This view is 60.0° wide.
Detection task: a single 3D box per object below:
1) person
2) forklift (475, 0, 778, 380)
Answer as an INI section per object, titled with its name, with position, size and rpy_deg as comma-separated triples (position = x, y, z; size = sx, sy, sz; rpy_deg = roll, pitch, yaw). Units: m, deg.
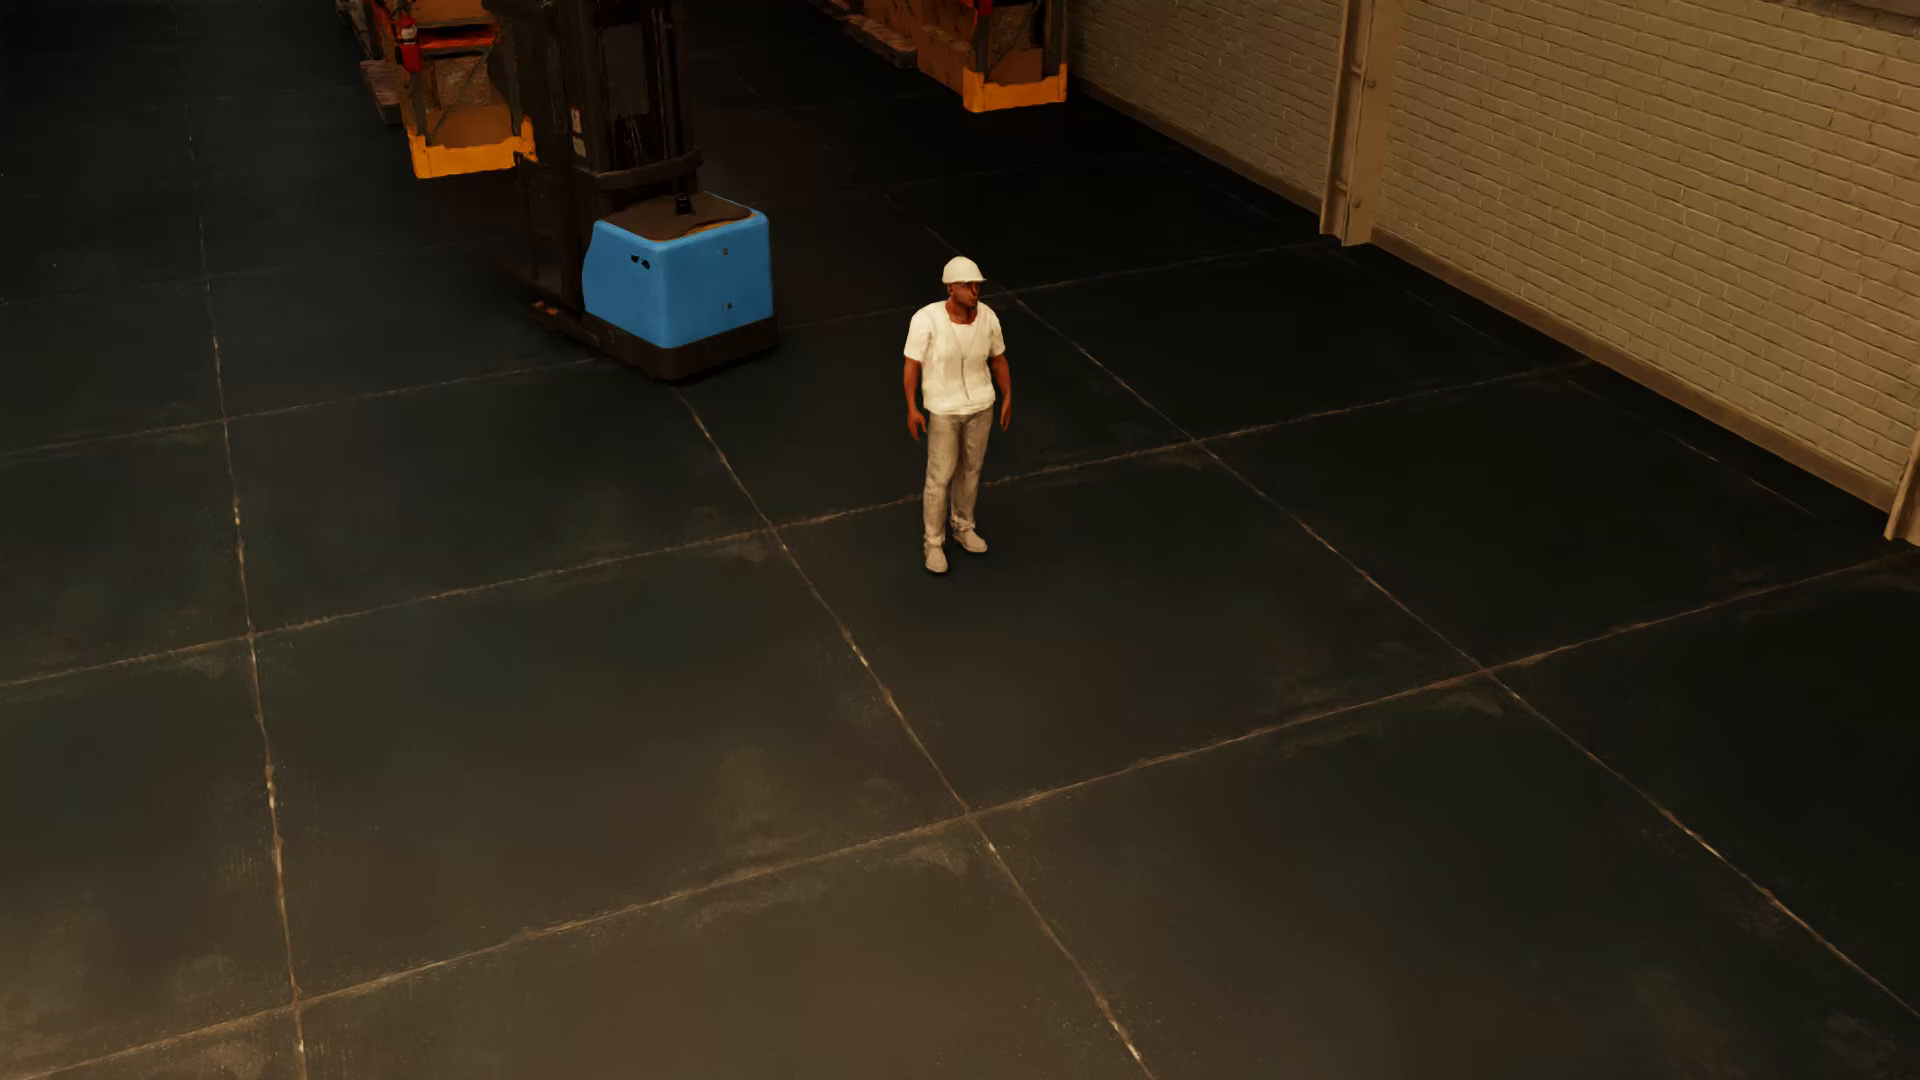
[person]
position = 0.023, -0.740, 9.573
size = 0.665, 1.766, 0.576
rpy_deg = -12, 32, -20
[forklift]
position = -2.751, -3.062, 12.474
size = 1.130, 2.935, 3.031
rpy_deg = -25, 38, -37
